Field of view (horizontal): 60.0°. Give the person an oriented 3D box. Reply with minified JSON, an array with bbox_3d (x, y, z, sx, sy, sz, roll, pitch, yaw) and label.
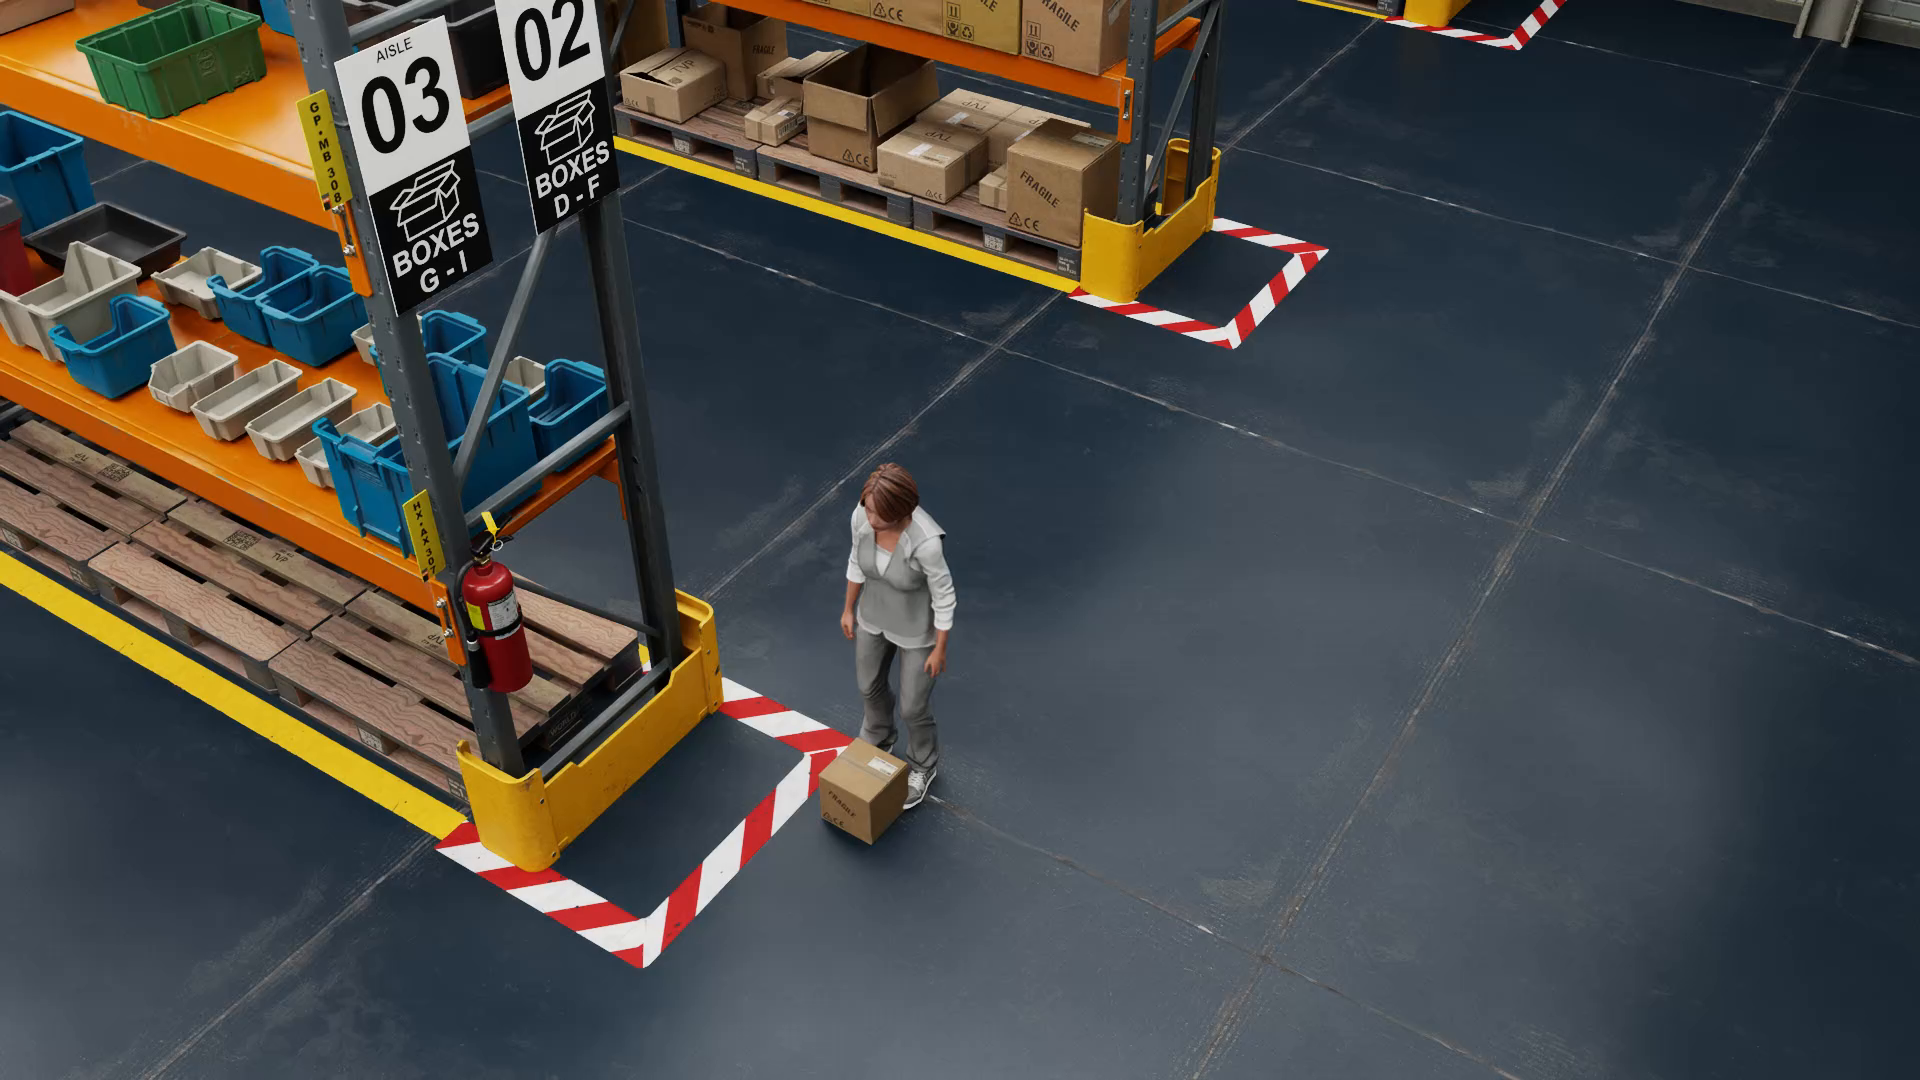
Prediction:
[{"bbox_3d":[-0.245,0.344,6.261,0.479,1.594,0.311,23,44,26],"label":"person"}]
